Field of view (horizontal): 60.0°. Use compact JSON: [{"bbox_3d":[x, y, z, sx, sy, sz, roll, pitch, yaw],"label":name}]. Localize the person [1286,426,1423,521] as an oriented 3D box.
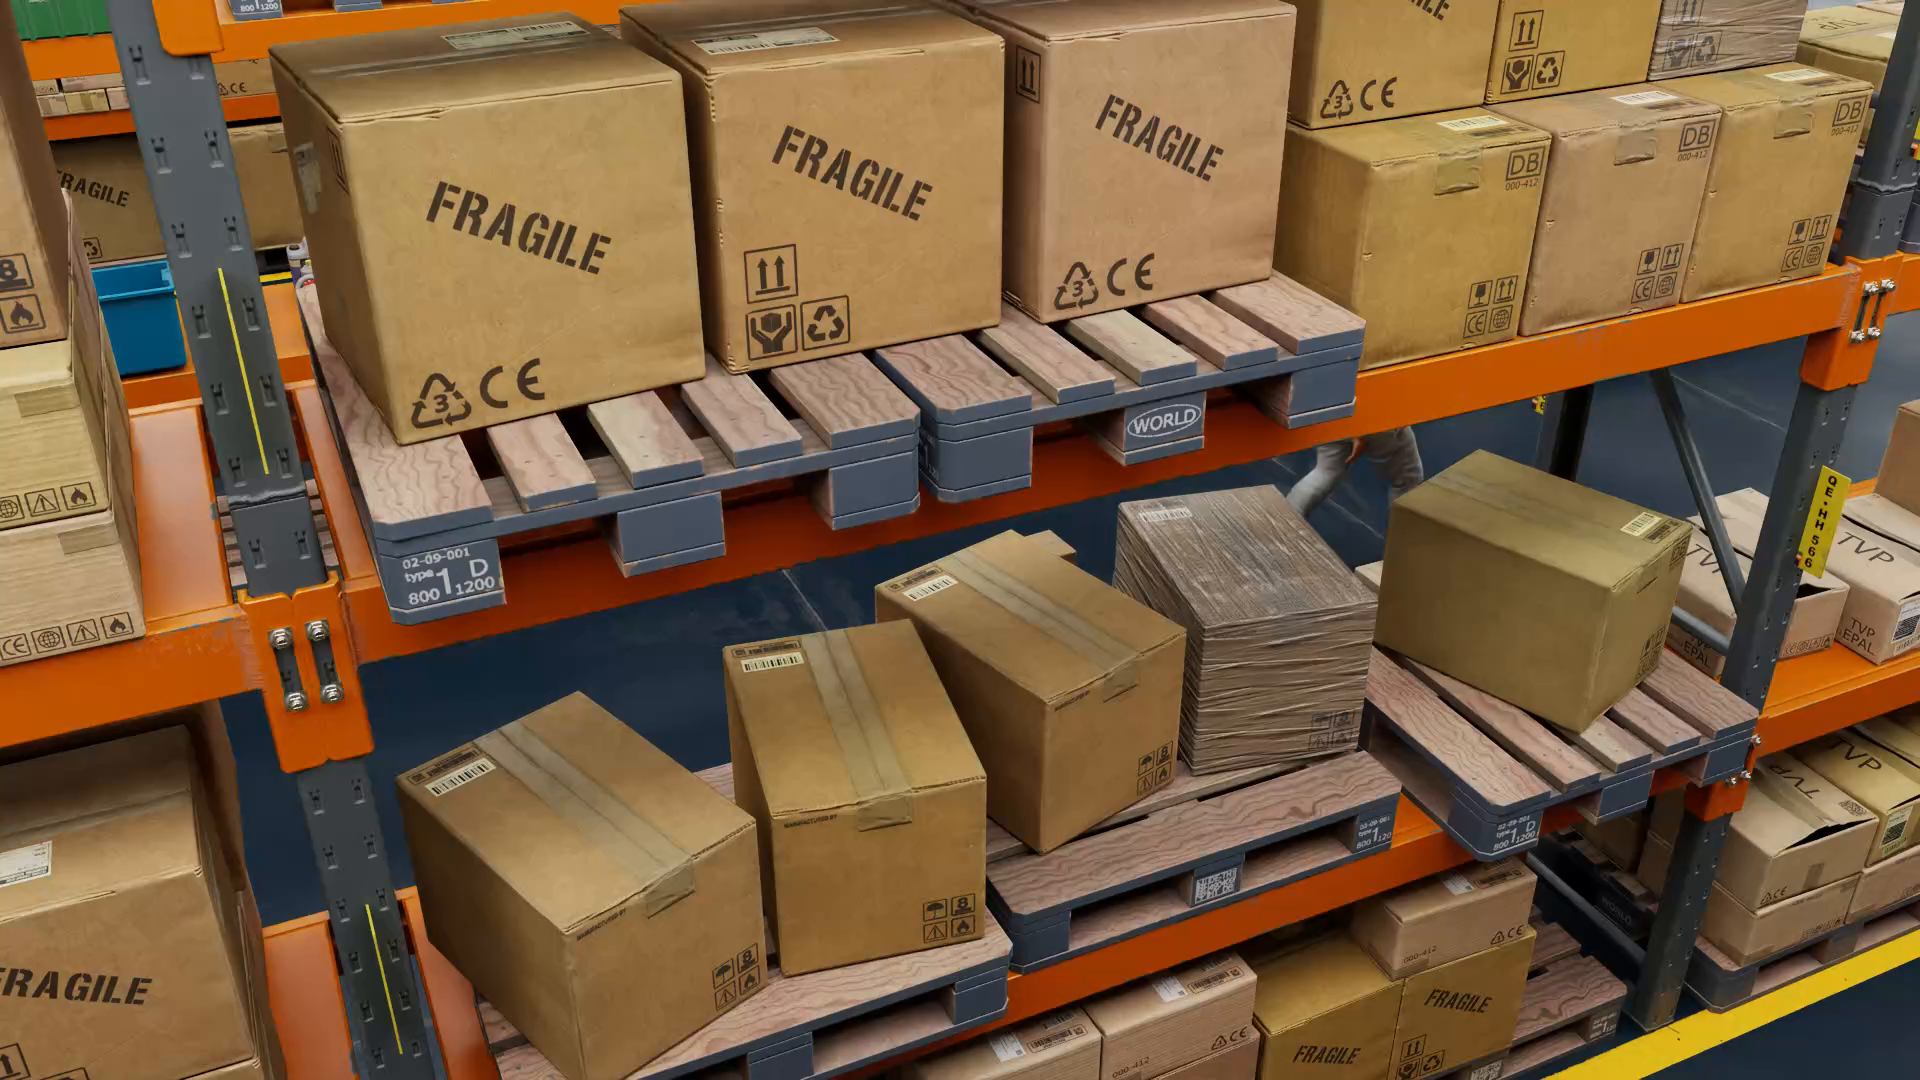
[{"bbox_3d":[2.051,-0.635,8.239,0.987,1.607,0.481,-9,31,-16],"label":"person"}]
